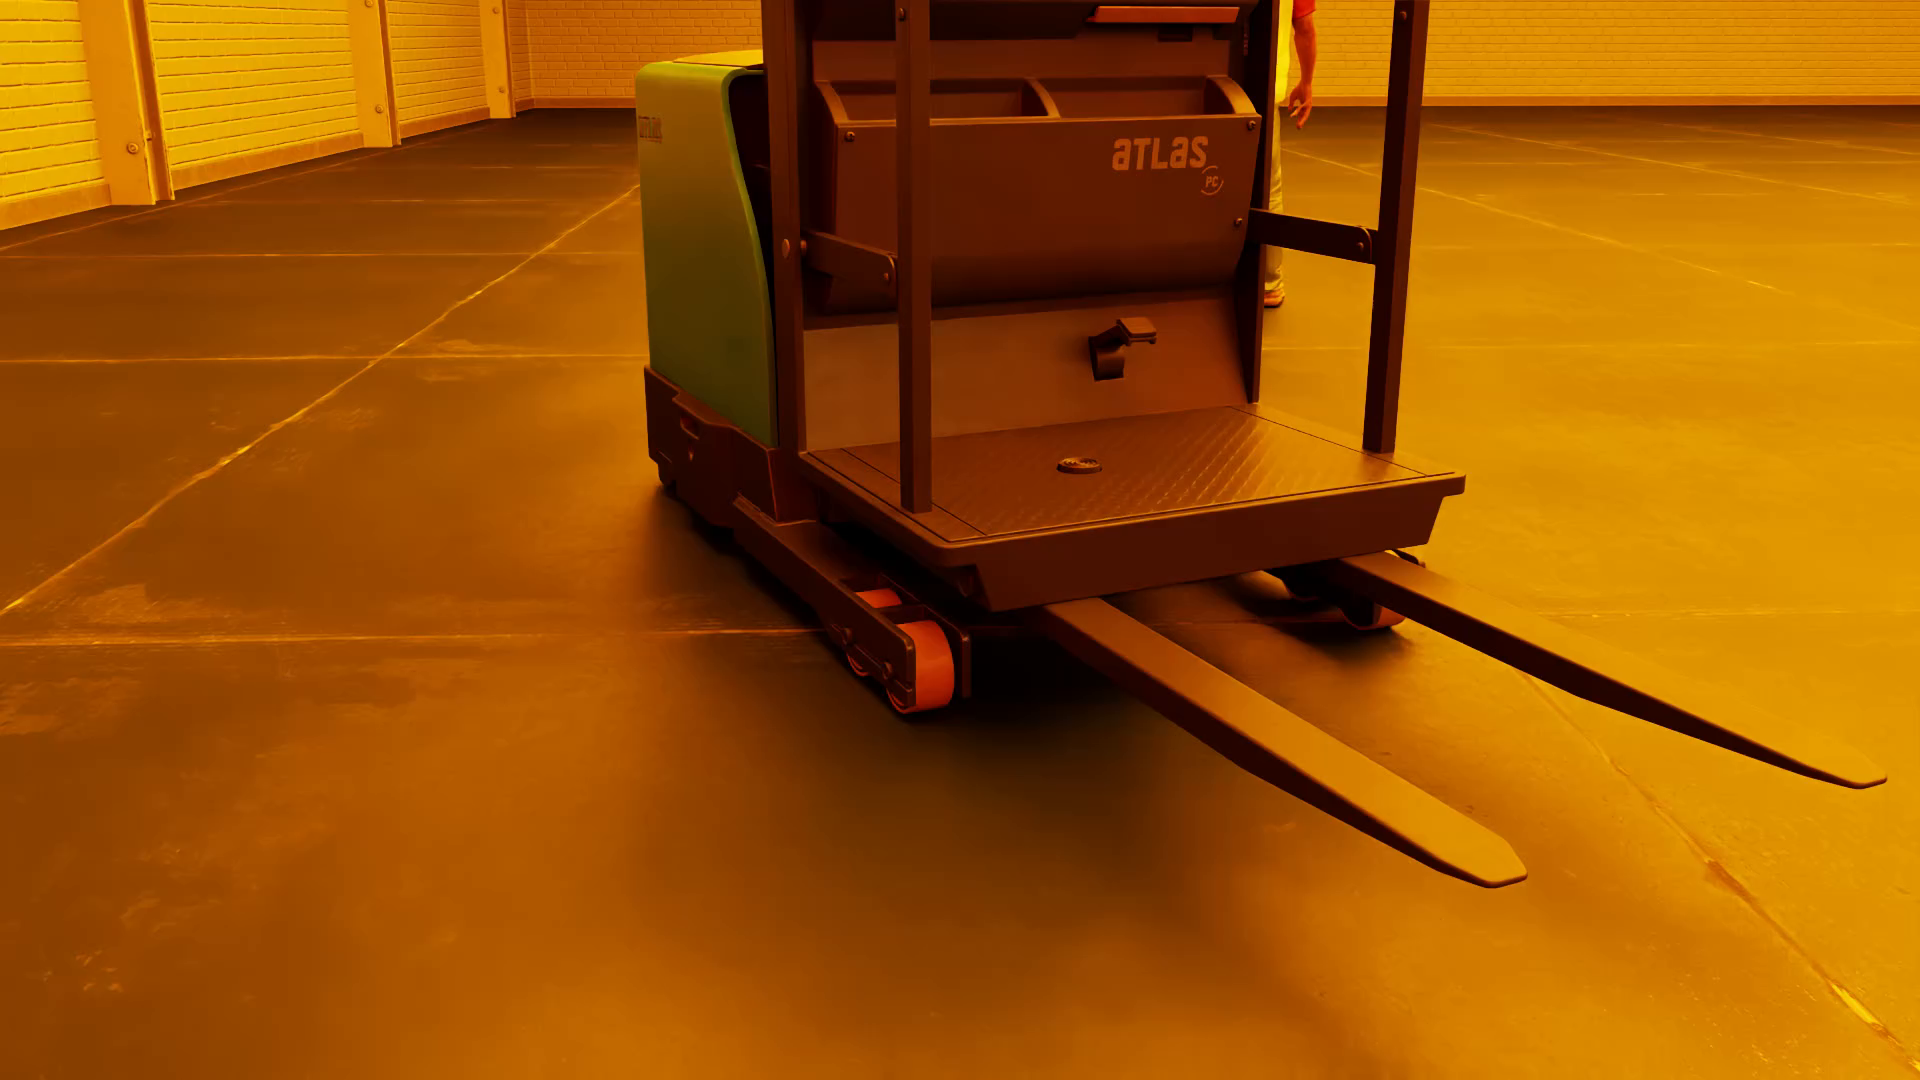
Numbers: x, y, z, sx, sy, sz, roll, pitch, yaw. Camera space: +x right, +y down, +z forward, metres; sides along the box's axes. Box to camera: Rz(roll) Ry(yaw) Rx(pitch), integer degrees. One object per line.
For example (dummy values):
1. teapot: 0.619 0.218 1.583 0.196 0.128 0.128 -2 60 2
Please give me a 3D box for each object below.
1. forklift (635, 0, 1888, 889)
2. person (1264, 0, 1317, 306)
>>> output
1. forklift: 0.258 -1.240 2.962 1.130 2.935 3.031 -8 19 -24
2. person: 1.133 -1.857 6.943 0.665 1.768 0.575 -1 17 -2
